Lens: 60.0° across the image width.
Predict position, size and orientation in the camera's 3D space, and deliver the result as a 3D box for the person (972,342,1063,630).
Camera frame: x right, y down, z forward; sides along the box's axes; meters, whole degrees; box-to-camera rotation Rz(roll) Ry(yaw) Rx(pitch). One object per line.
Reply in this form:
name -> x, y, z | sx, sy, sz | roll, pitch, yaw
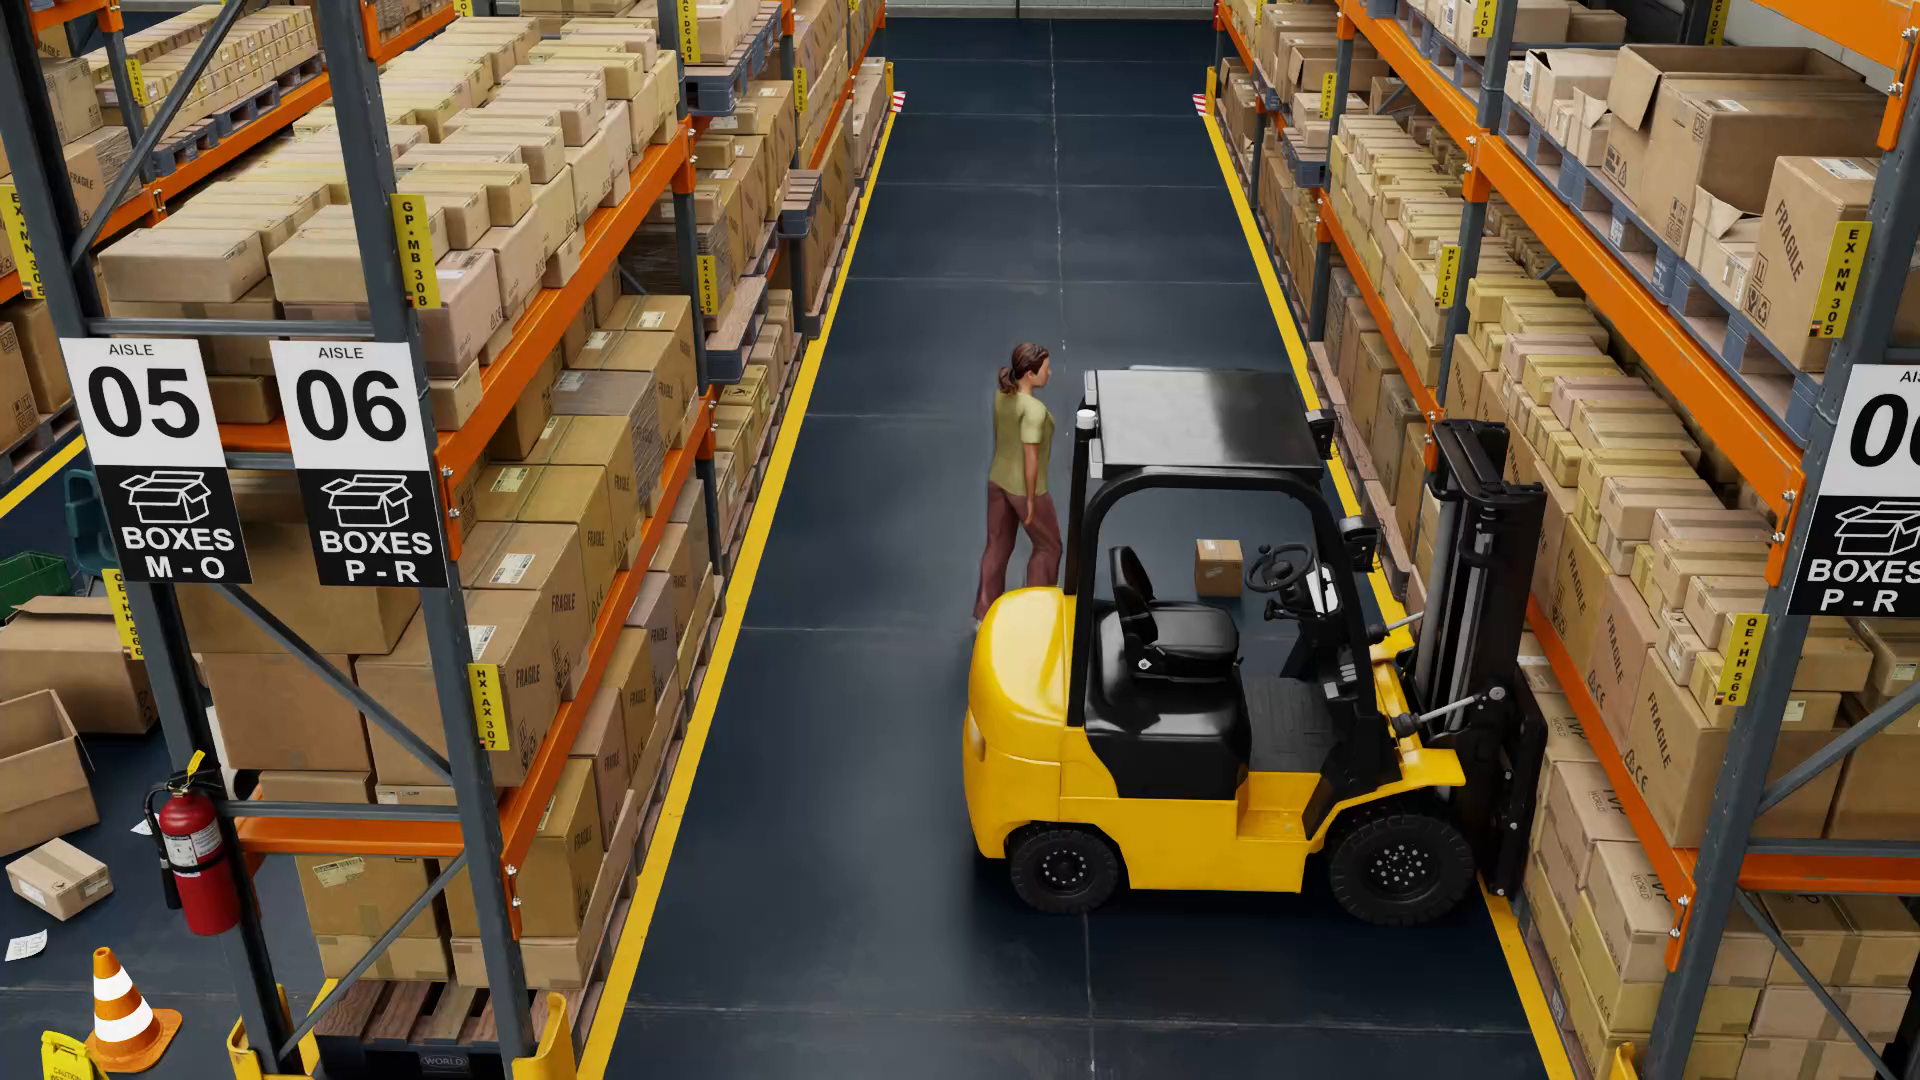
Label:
person -> 0.308, -0.247, 9.109 | 0.523, 1.713, 0.494 | -21, 34, -33
